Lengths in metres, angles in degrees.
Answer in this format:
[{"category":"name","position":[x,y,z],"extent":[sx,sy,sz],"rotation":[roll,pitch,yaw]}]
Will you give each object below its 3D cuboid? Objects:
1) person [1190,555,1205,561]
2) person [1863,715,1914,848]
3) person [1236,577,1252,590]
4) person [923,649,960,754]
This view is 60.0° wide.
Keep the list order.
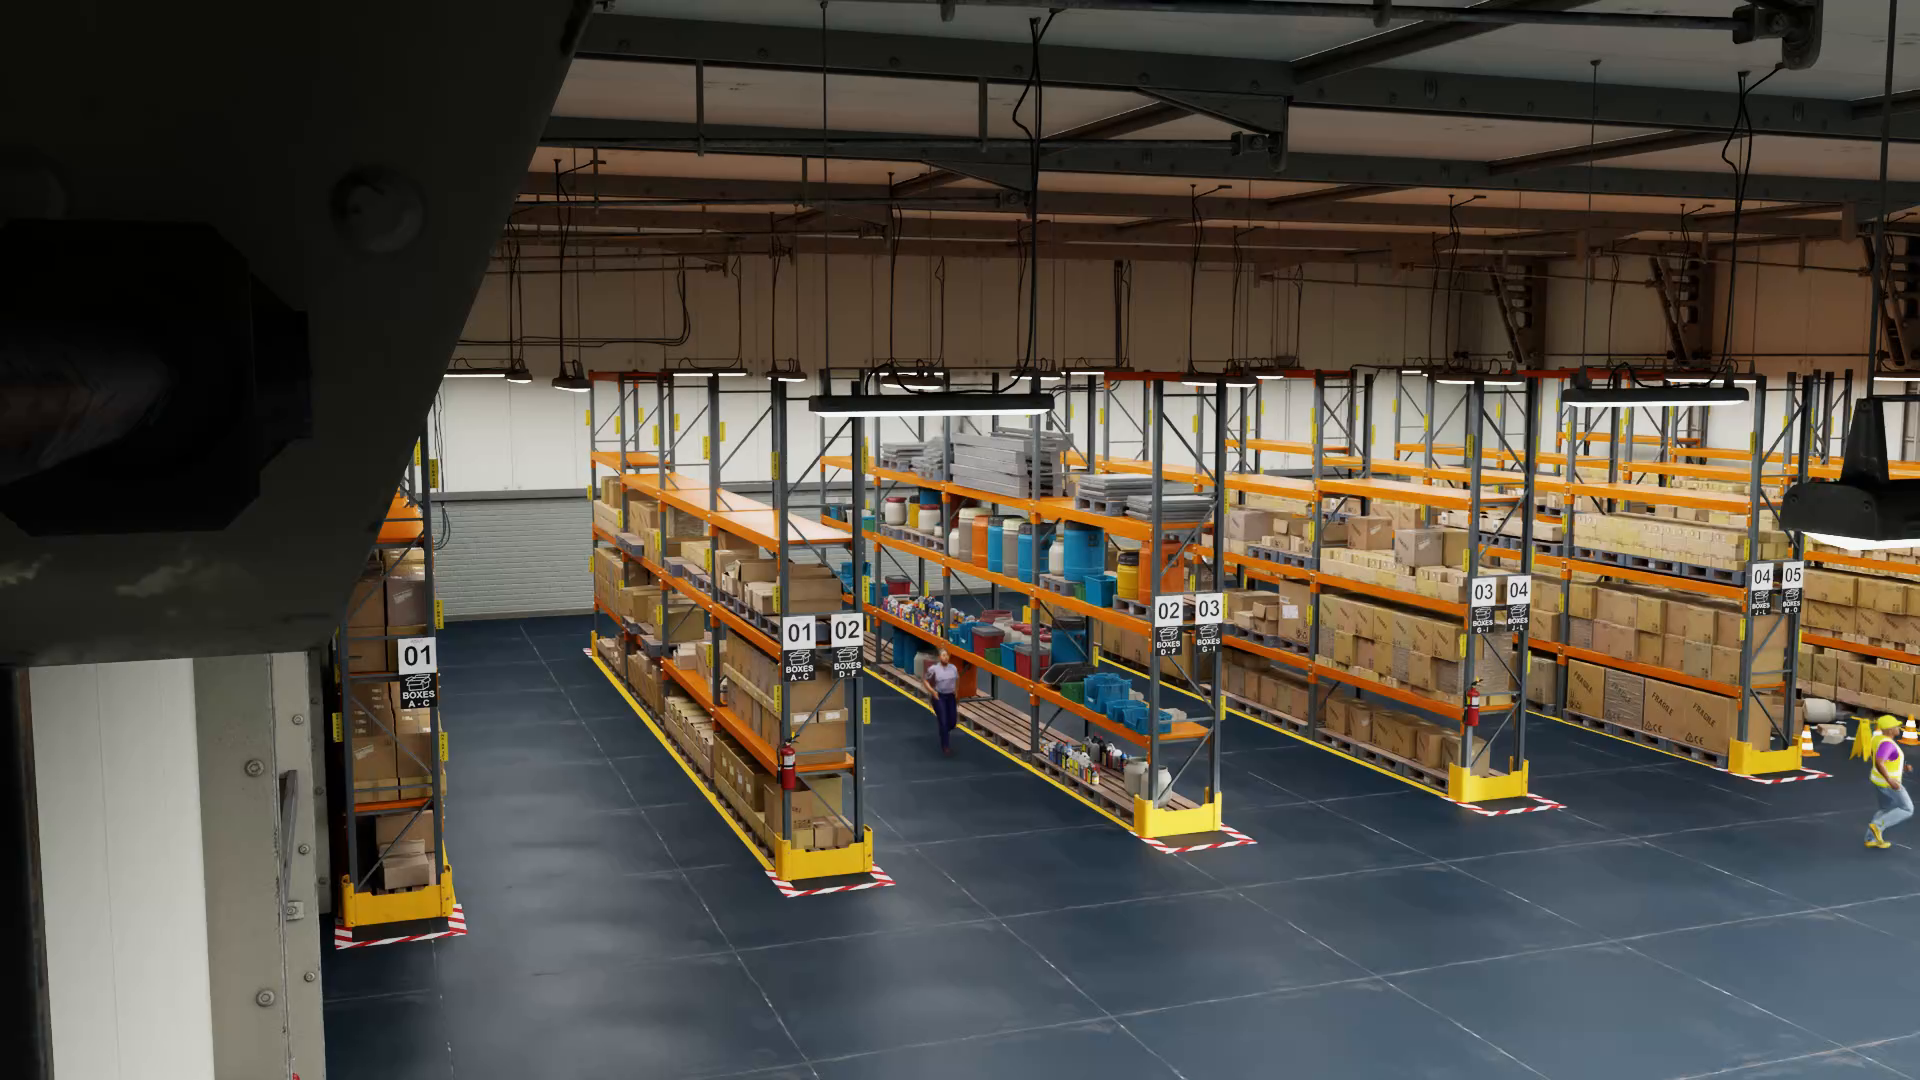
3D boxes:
[{"category":"person","position":[5.847,0.941,41.018],"extent":[0.698,1.731,0.570],"rotation":[-6,9,-44]},{"category":"person","position":[11.909,3.097,21.274],"extent":[0.596,1.719,0.689],"rotation":[1,6,10]},{"category":"person","position":[7.166,0.865,41.554],"extent":[0.573,1.685,0.728],"rotation":[4,8,34]},{"category":"person","position":[-0.276,2.536,26.333],"extent":[0.614,1.617,0.659],"rotation":[-2,7,-21]}]
